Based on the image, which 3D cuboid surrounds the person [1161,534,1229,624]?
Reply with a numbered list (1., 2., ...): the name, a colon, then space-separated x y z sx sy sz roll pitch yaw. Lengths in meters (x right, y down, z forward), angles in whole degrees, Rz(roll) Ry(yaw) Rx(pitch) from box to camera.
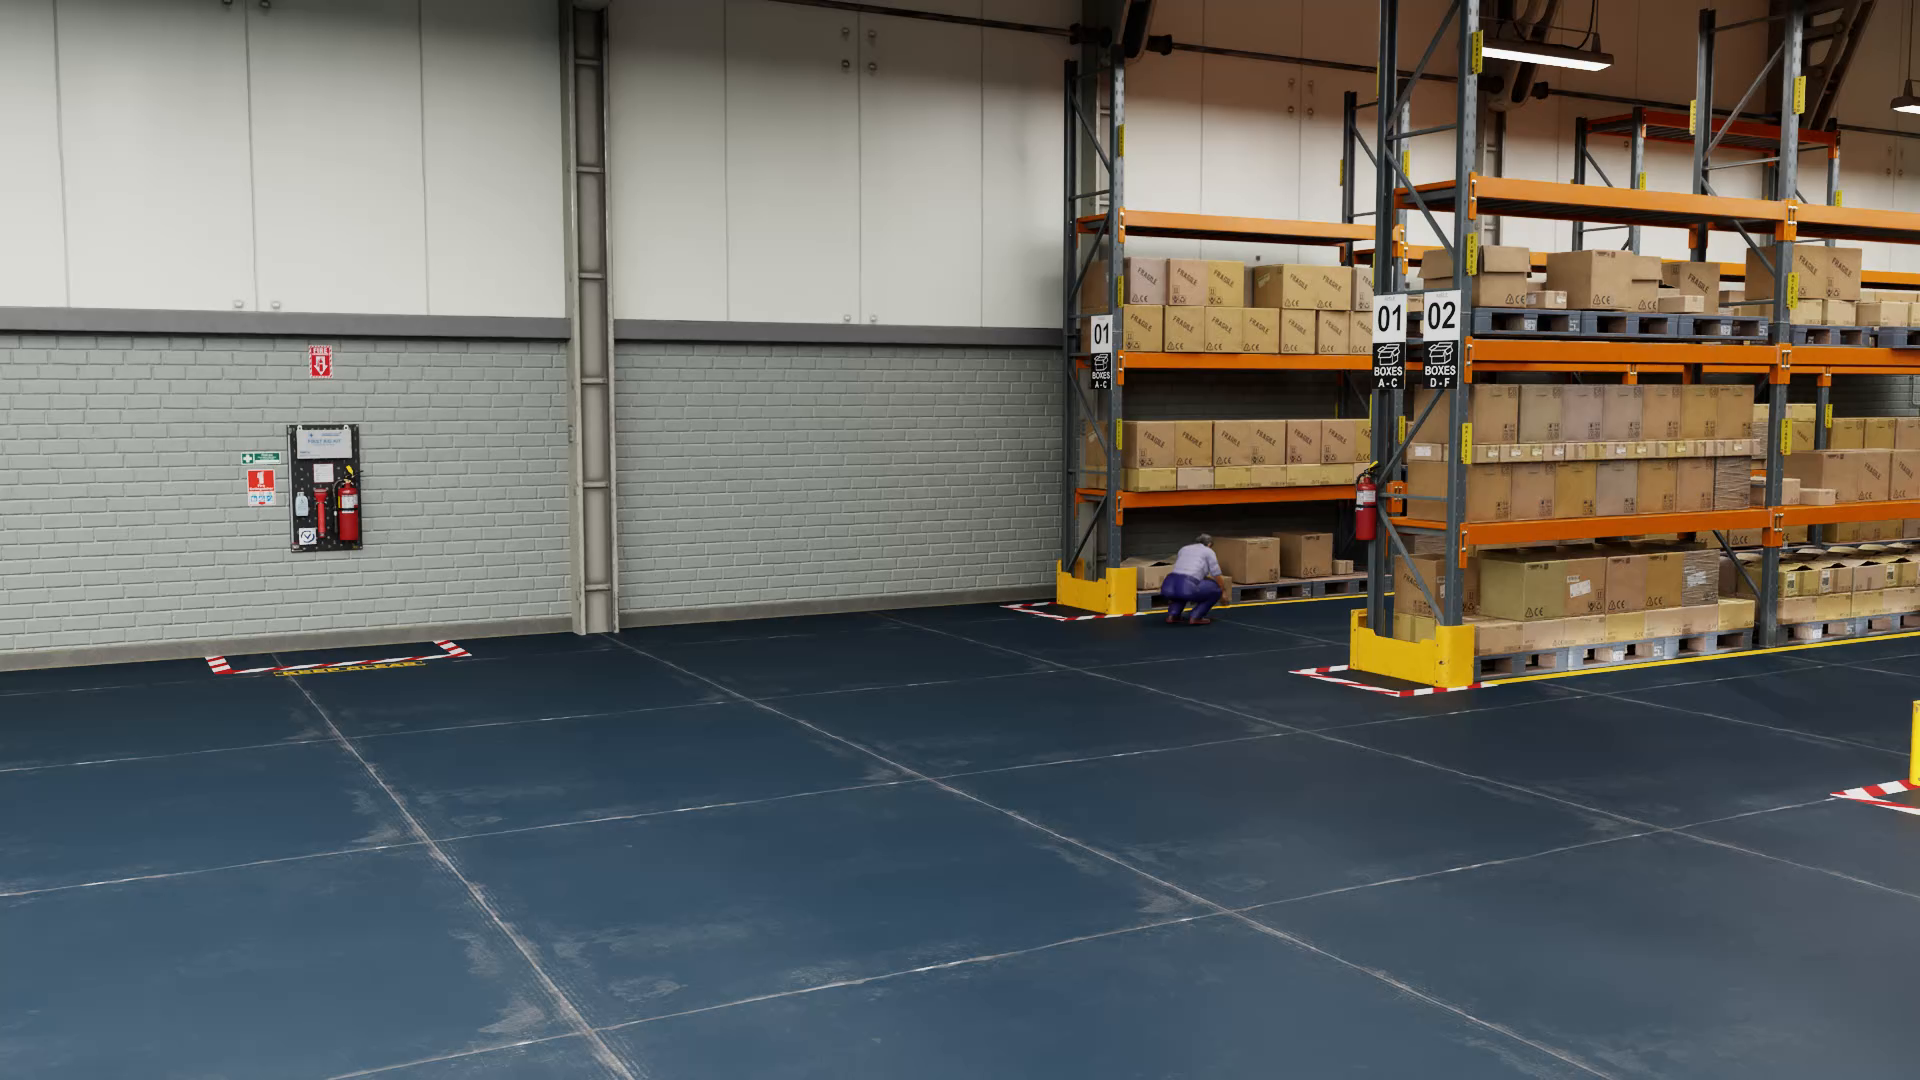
1. person: 2.448 0.413 17.244 0.524 0.905 0.874 5 7 44
